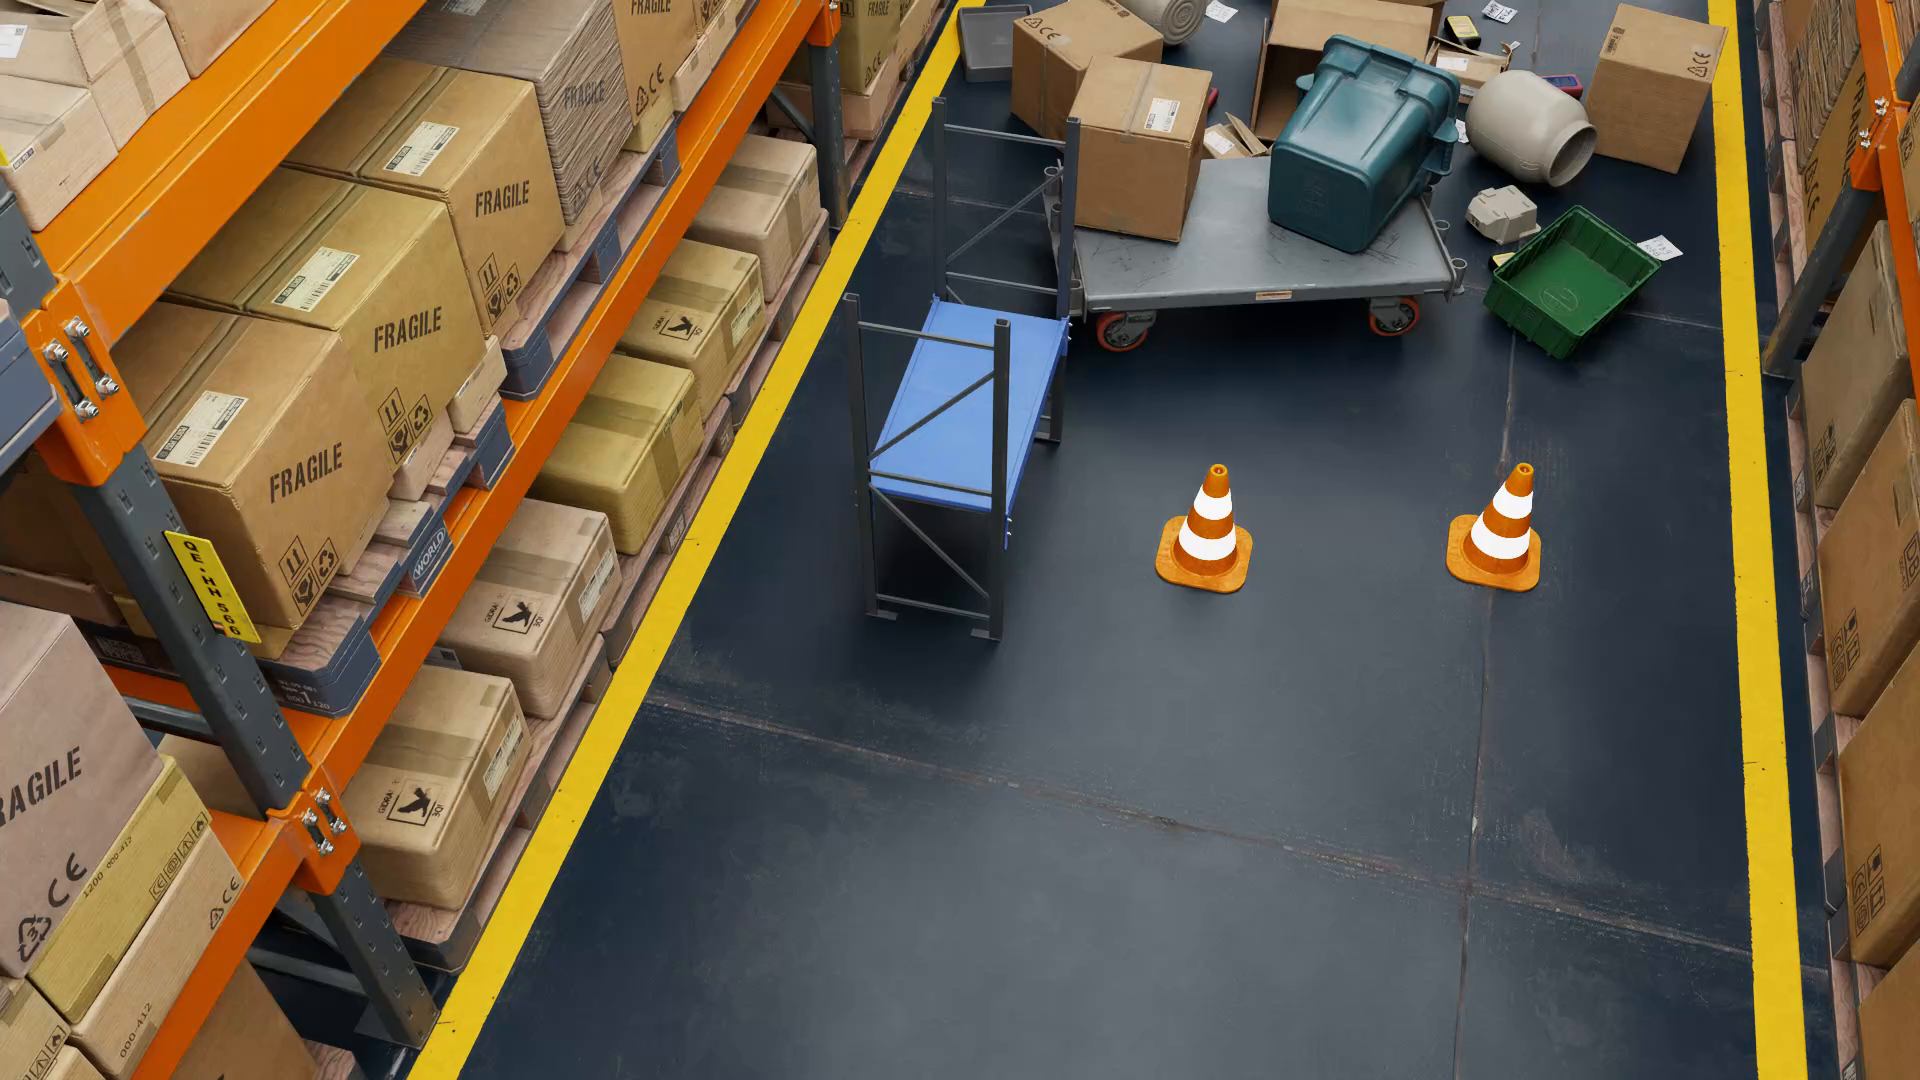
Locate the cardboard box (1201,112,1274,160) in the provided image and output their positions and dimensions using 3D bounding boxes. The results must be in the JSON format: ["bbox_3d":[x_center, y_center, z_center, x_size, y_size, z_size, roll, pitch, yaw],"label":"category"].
[{"bbox_3d":[1.282,-1.778,7.642,0.258,0.266,0.396,-19,51,-16],"label":"cardboard box"}]

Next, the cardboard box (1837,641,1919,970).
[{"bbox_3d":[3.220,0.830,4.738,1.050,0.750,0.750,12,50,11],"label":"cardboard box"}]

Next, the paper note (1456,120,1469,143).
[{"bbox_3d":[2.391,-1.972,7.975,0.172,0.023,0.155,28,54,22],"label":"paper note"}]

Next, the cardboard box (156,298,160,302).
[{"bbox_3d":[-2.079,-0.654,4.281,0.500,0.500,0.500,11,49,9],"label":"cardboard box"}]

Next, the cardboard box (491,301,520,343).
[{"bbox_3d":[-1.487,-0.649,4.710,0.380,0.149,0.250,14,50,12],"label":"cardboard box"}]

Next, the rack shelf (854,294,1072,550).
[{"bbox_3d":[0.029,-0.439,5.868,0.538,0.185,1.000,11,50,9],"label":"rack shelf"}]

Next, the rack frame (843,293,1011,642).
[{"bbox_3d":[-0.096,-0.182,5.410,0.500,1.500,0.032,11,50,9],"label":"rack frame"}]

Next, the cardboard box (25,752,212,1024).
[{"bbox_3d":[-1.938,0.661,3.433,0.500,0.250,0.500,11,50,10],"label":"cardboard box"}]

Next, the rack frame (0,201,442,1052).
[{"bbox_3d":[-2.056,0.376,3.917,1.000,3.000,0.127,12,50,10],"label":"rack frame"}]

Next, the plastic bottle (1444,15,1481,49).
[{"bbox_3d":[2.573,-2.575,8.482,0.133,0.061,0.283,-4,49,-3],"label":"plastic bottle"}]

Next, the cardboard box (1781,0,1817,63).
[{"bbox_3d":[4.507,-2.802,7.860,0.875,0.875,0.875,11,49,9],"label":"cardboard box"}]

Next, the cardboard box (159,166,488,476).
[{"bbox_3d":[-1.584,-0.552,4.192,0.500,0.500,0.500,14,50,12],"label":"cardboard box"}]

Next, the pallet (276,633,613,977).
[{"bbox_3d":[-1.849,0.734,5.461,1.003,0.211,1.213,12,50,10],"label":"pallet"}]

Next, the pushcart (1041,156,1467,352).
[{"bbox_3d":[1.210,-1.236,7.089,1.648,0.377,0.936,-4,49,-3],"label":"pushcart"}]

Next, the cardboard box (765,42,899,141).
[{"bbox_3d":[-0.587,-2.120,7.674,0.500,0.250,0.500,10,49,8],"label":"cardboard box"}]

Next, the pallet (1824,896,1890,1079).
[{"bbox_3d":[3.026,1.647,4.655,1.003,0.211,1.213,12,50,10],"label":"pallet"}]

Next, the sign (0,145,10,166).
[{"bbox_3d":[-1.523,-0.698,2.467,0.100,0.325,0.005,12,50,10],"label":"sign"}]

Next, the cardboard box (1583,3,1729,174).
[{"bbox_3d":[3.218,-2.112,7.779,0.500,0.500,0.500,19,51,16],"label":"cardboard box"}]

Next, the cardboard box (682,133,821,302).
[{"bbox_3d":[-1.139,-1.407,6.963,0.950,0.372,0.625,12,50,11],"label":"cardboard box"}]

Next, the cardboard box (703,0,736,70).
[{"bbox_3d":[-0.992,-1.765,5.695,0.380,0.149,0.250,11,49,9],"label":"cardboard box"}]

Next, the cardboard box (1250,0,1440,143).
[{"bbox_3d":[1.792,-2.181,7.749,0.797,0.637,0.503,12,50,10],"label":"cardboard box"}]

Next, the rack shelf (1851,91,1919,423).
[{"bbox_3d":[3.273,0.071,4.666,1.077,0.370,4.000,12,50,10],"label":"rack shelf"}]

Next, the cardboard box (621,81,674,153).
[{"bbox_3d":[-1.155,-1.411,5.382,0.380,0.149,0.250,12,50,10],"label":"cardboard box"}]

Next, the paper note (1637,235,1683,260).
[{"bbox_3d":[3.102,-1.296,7.373,0.147,0.020,0.142,-19,51,-16],"label":"paper note"}]

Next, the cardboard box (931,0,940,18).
[{"bbox_3d":[-0.321,-2.892,8.356,0.500,0.250,0.500,11,49,10],"label":"cardboard box"}]

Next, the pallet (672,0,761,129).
[{"bbox_3d":[-1.345,-1.930,6.080,1.003,0.211,1.213,12,50,10],"label":"pallet"}]

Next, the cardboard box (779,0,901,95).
[{"bbox_3d":[-0.587,-2.368,7.393,0.500,0.500,0.500,14,50,12],"label":"cardboard box"}]

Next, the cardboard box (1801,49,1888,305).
[{"bbox_3d":[4.032,-1.490,6.702,0.875,0.875,0.875,12,50,11],"label":"cardboard box"}]

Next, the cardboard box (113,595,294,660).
[{"bbox_3d":[-1.791,0.122,4.029,0.380,0.149,0.250,9,49,8],"label":"cardboard box"}]

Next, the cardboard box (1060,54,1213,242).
[{"bbox_3d":[0.722,-1.611,6.833,0.500,0.500,0.500,12,50,10],"label":"cardboard box"}]

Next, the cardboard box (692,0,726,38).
[{"bbox_3d":[-1.033,-2.049,5.513,0.500,0.500,0.500,12,50,10],"label":"cardboard box"}]

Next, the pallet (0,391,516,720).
[{"bbox_3d":[-1.971,-0.097,4.463,1.213,0.211,1.003,12,50,10],"label":"pallet"}]

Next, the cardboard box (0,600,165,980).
[{"bbox_3d":[-1.940,0.438,3.129,0.500,0.500,0.500,10,49,9],"label":"cardboard box"}]

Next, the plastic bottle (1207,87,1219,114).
[{"bbox_3d":[1.146,-2.108,8.070,0.133,0.061,0.283,19,51,16],"label":"plastic bottle"}]

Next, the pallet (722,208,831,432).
[{"bbox_3d":[-1.207,-1.031,7.019,1.003,0.211,1.213,12,50,10],"label":"pallet"}]

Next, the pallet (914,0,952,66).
[{"bbox_3d":[-0.541,-2.972,8.733,1.003,0.211,1.213,12,50,10],"label":"pallet"}]

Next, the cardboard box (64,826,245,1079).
[{"bbox_3d":[-1.939,0.843,3.606,0.500,0.250,0.500,10,49,9],"label":"cardboard box"}]

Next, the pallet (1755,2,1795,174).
[{"bbox_3d":[4.394,-2.110,7.972,1.003,0.211,1.213,12,50,10],"label":"pallet"}]

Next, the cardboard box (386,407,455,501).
[{"bbox_3d":[-1.568,-0.265,4.370,0.380,0.149,0.250,9,49,8],"label":"cardboard box"}]

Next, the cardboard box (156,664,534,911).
[{"bbox_3d":[-1.898,0.700,5.104,0.950,0.372,0.625,9,49,7],"label":"cardboard box"}]

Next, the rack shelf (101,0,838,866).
[{"bbox_3d":[-1.529,-0.832,5.464,1.077,0.370,4.000,12,50,10],"label":"rack shelf"}]

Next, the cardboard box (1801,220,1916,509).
[{"bbox_3d":[3.722,-0.541,5.947,1.050,0.750,0.750,11,50,10],"label":"cardboard box"}]

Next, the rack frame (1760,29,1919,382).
[{"bbox_3d":[3.799,-1.613,5.673,1.000,3.000,0.127,12,50,10],"label":"rack frame"}]

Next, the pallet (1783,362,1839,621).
[{"bbox_3d":[3.669,-0.118,6.213,1.003,0.211,1.213,12,50,10],"label":"pallet"}]

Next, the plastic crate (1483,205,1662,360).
[{"bbox_3d":[2.581,-1.086,7.045,0.662,0.188,0.450,-37,68,-28],"label":"plastic crate"}]

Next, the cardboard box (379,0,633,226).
[{"bbox_3d":[-1.311,-1.298,4.850,0.500,0.500,0.500,10,49,9],"label":"cardboard box"}]

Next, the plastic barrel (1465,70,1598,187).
[{"bbox_3d":[2.618,-1.884,7.631,0.421,0.421,0.512,-27,54,-22],"label":"plastic barrel"}]

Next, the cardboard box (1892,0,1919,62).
[{"bbox_3d":[3.885,-1.932,5.855,0.875,0.550,0.550,12,50,10],"label":"cardboard box"}]

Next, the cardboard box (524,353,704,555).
[{"bbox_3d":[-1.506,-0.383,6.060,0.950,0.372,0.625,13,50,11],"label":"cardboard box"}]

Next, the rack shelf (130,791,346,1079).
[{"bbox_3d":[-2.582,2.061,2.910,1.077,0.370,4.000,12,50,10],"label":"rack shelf"}]

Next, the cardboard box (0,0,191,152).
[{"bbox_3d":[-1.742,-0.951,3.178,0.396,0.266,0.258,12,50,10],"label":"cardboard box"}]

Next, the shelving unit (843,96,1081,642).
[{"bbox_3d":[0.029,-0.556,5.731,0.538,1.500,1.048,11,50,9],"label":"shelving unit"}]

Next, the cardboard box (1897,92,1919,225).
[{"bbox_3d":[3.401,-1.319,5.347,0.500,0.500,0.500,12,50,10],"label":"cardboard box"}]

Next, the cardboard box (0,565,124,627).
[{"bbox_3d":[-2.197,0.037,4.104,0.380,0.149,0.250,13,50,11],"label":"cardboard box"}]

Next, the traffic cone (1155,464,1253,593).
[{"bbox_3d":[0.910,-0.097,6.027,0.336,0.463,0.334,12,50,10],"label":"traffic cone"}]
